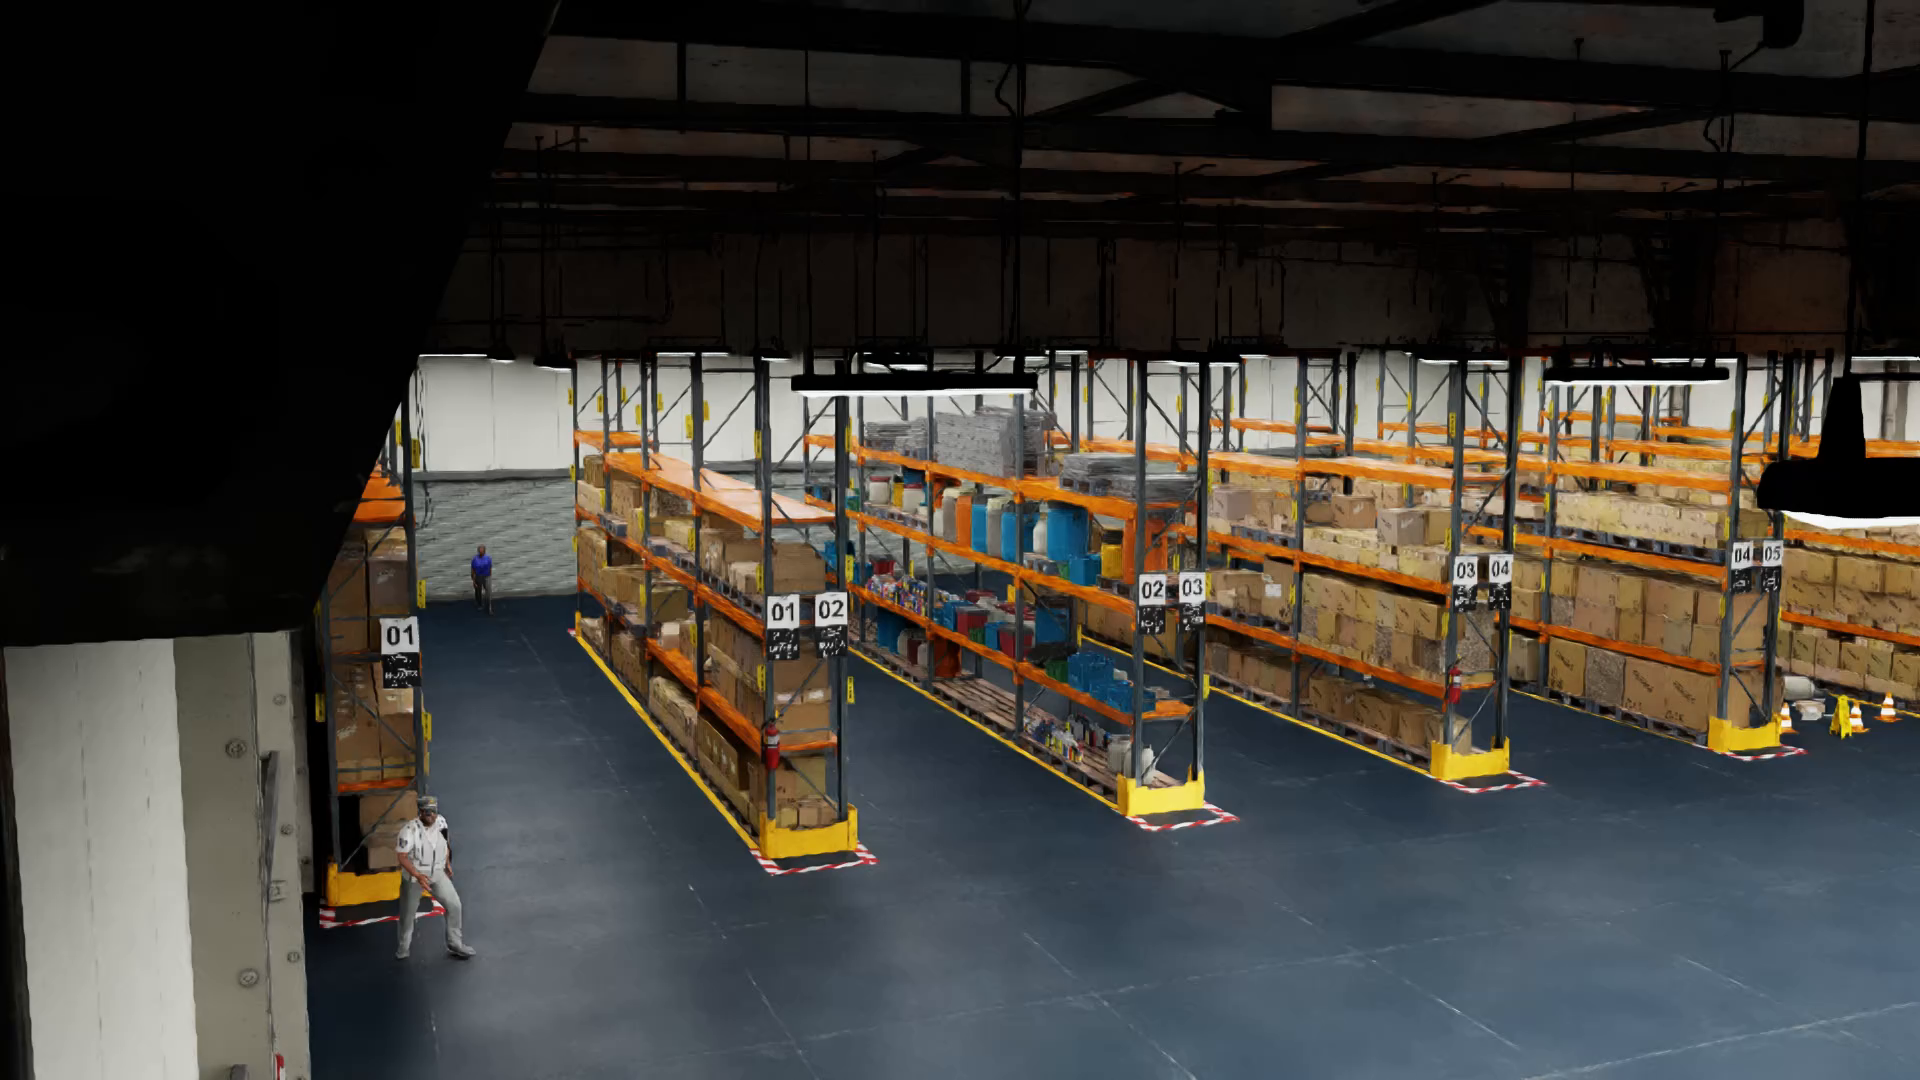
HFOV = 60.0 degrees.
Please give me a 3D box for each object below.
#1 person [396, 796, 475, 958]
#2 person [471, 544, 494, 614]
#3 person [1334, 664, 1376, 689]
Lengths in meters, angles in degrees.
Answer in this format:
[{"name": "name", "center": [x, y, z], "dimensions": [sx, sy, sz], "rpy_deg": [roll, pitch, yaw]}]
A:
[{"name": "person", "center": [-5.413, 3.392, 16.863], "dimensions": [0.670, 1.703, 0.771], "rpy_deg": [-7, 10, -42]}, {"name": "person", "center": [-10.797, 0.869, 37.547], "dimensions": [0.447, 1.574, 1.088], "rpy_deg": [-2, 7, -19]}, {"name": "person", "center": [6.968, 1.832, 29.251], "dimensions": [0.548, 1.702, 1.111], "rpy_deg": [-3, 8, -22]}]
